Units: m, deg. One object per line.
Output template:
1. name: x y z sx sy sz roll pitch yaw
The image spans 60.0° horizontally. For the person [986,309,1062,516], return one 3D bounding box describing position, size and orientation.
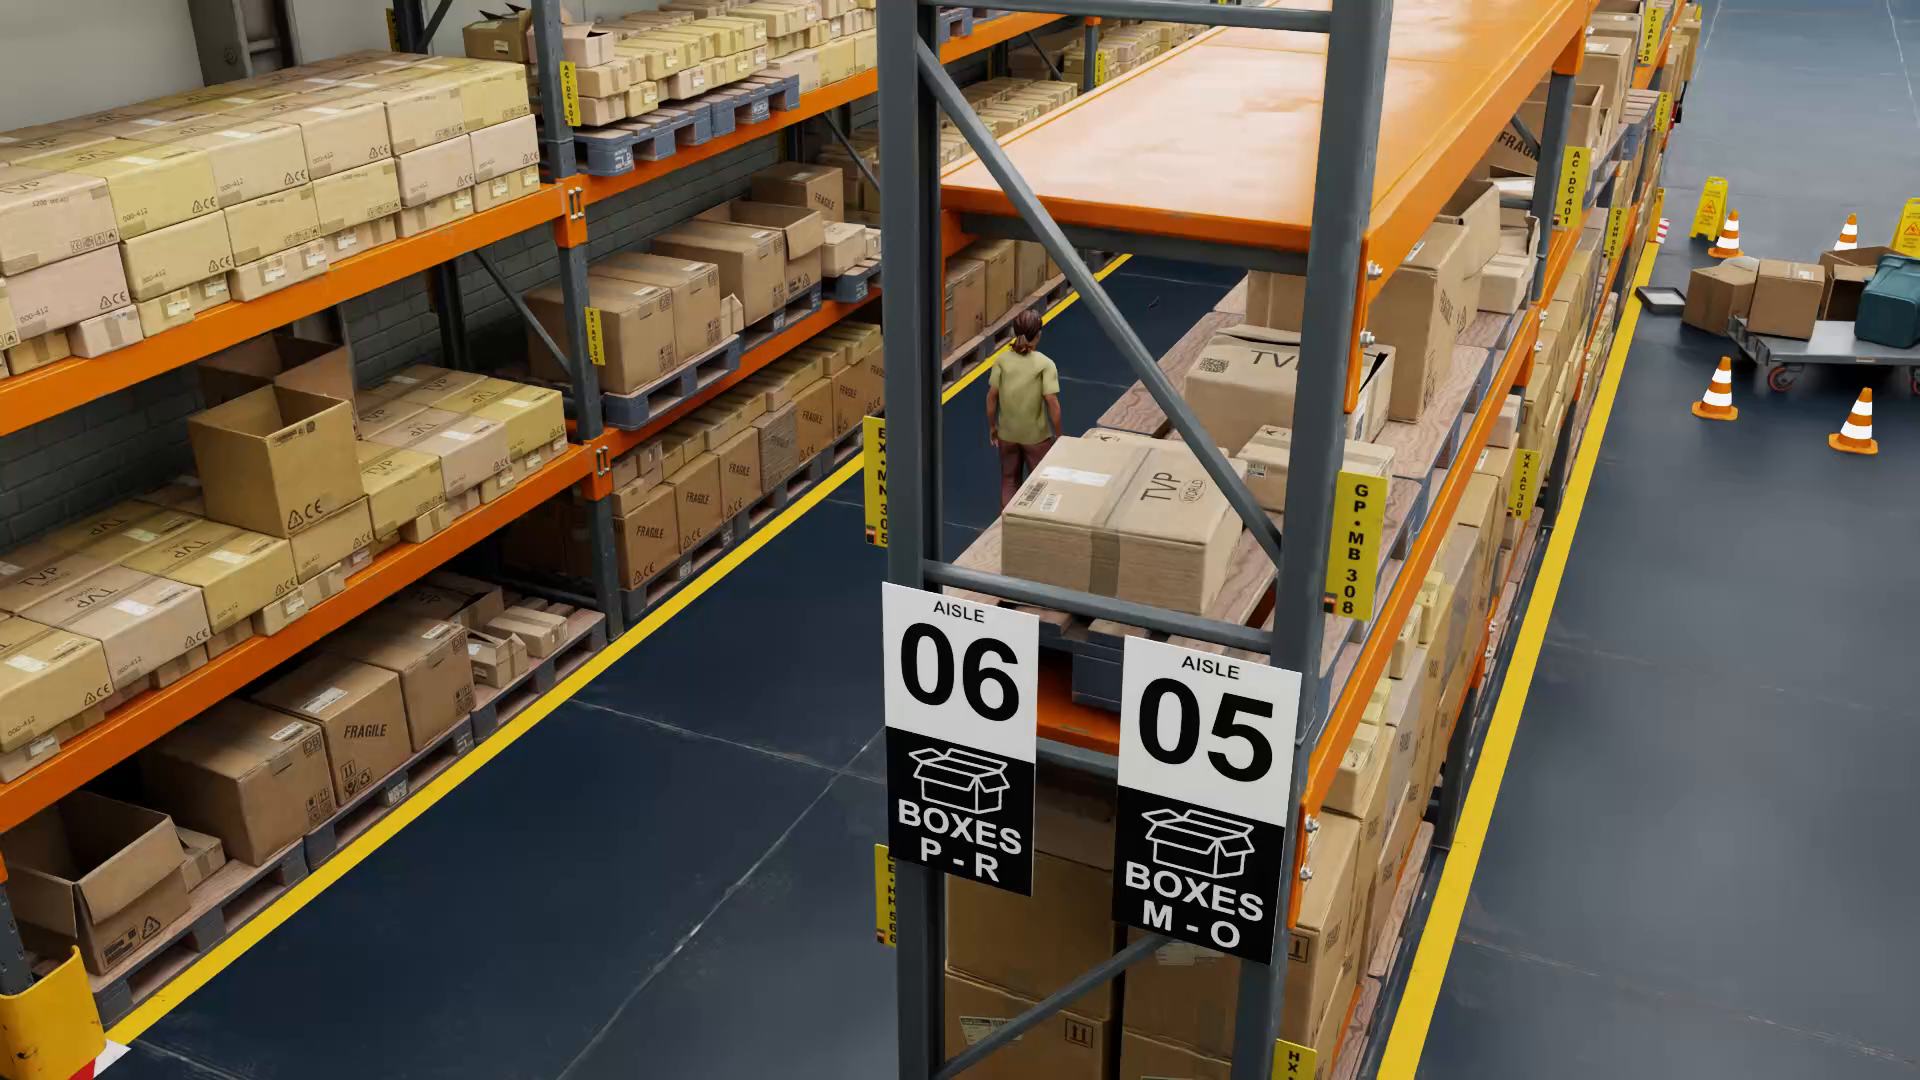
1. person: 0.427 -0.674 10.789 0.510 1.673 0.351 11 28 20
